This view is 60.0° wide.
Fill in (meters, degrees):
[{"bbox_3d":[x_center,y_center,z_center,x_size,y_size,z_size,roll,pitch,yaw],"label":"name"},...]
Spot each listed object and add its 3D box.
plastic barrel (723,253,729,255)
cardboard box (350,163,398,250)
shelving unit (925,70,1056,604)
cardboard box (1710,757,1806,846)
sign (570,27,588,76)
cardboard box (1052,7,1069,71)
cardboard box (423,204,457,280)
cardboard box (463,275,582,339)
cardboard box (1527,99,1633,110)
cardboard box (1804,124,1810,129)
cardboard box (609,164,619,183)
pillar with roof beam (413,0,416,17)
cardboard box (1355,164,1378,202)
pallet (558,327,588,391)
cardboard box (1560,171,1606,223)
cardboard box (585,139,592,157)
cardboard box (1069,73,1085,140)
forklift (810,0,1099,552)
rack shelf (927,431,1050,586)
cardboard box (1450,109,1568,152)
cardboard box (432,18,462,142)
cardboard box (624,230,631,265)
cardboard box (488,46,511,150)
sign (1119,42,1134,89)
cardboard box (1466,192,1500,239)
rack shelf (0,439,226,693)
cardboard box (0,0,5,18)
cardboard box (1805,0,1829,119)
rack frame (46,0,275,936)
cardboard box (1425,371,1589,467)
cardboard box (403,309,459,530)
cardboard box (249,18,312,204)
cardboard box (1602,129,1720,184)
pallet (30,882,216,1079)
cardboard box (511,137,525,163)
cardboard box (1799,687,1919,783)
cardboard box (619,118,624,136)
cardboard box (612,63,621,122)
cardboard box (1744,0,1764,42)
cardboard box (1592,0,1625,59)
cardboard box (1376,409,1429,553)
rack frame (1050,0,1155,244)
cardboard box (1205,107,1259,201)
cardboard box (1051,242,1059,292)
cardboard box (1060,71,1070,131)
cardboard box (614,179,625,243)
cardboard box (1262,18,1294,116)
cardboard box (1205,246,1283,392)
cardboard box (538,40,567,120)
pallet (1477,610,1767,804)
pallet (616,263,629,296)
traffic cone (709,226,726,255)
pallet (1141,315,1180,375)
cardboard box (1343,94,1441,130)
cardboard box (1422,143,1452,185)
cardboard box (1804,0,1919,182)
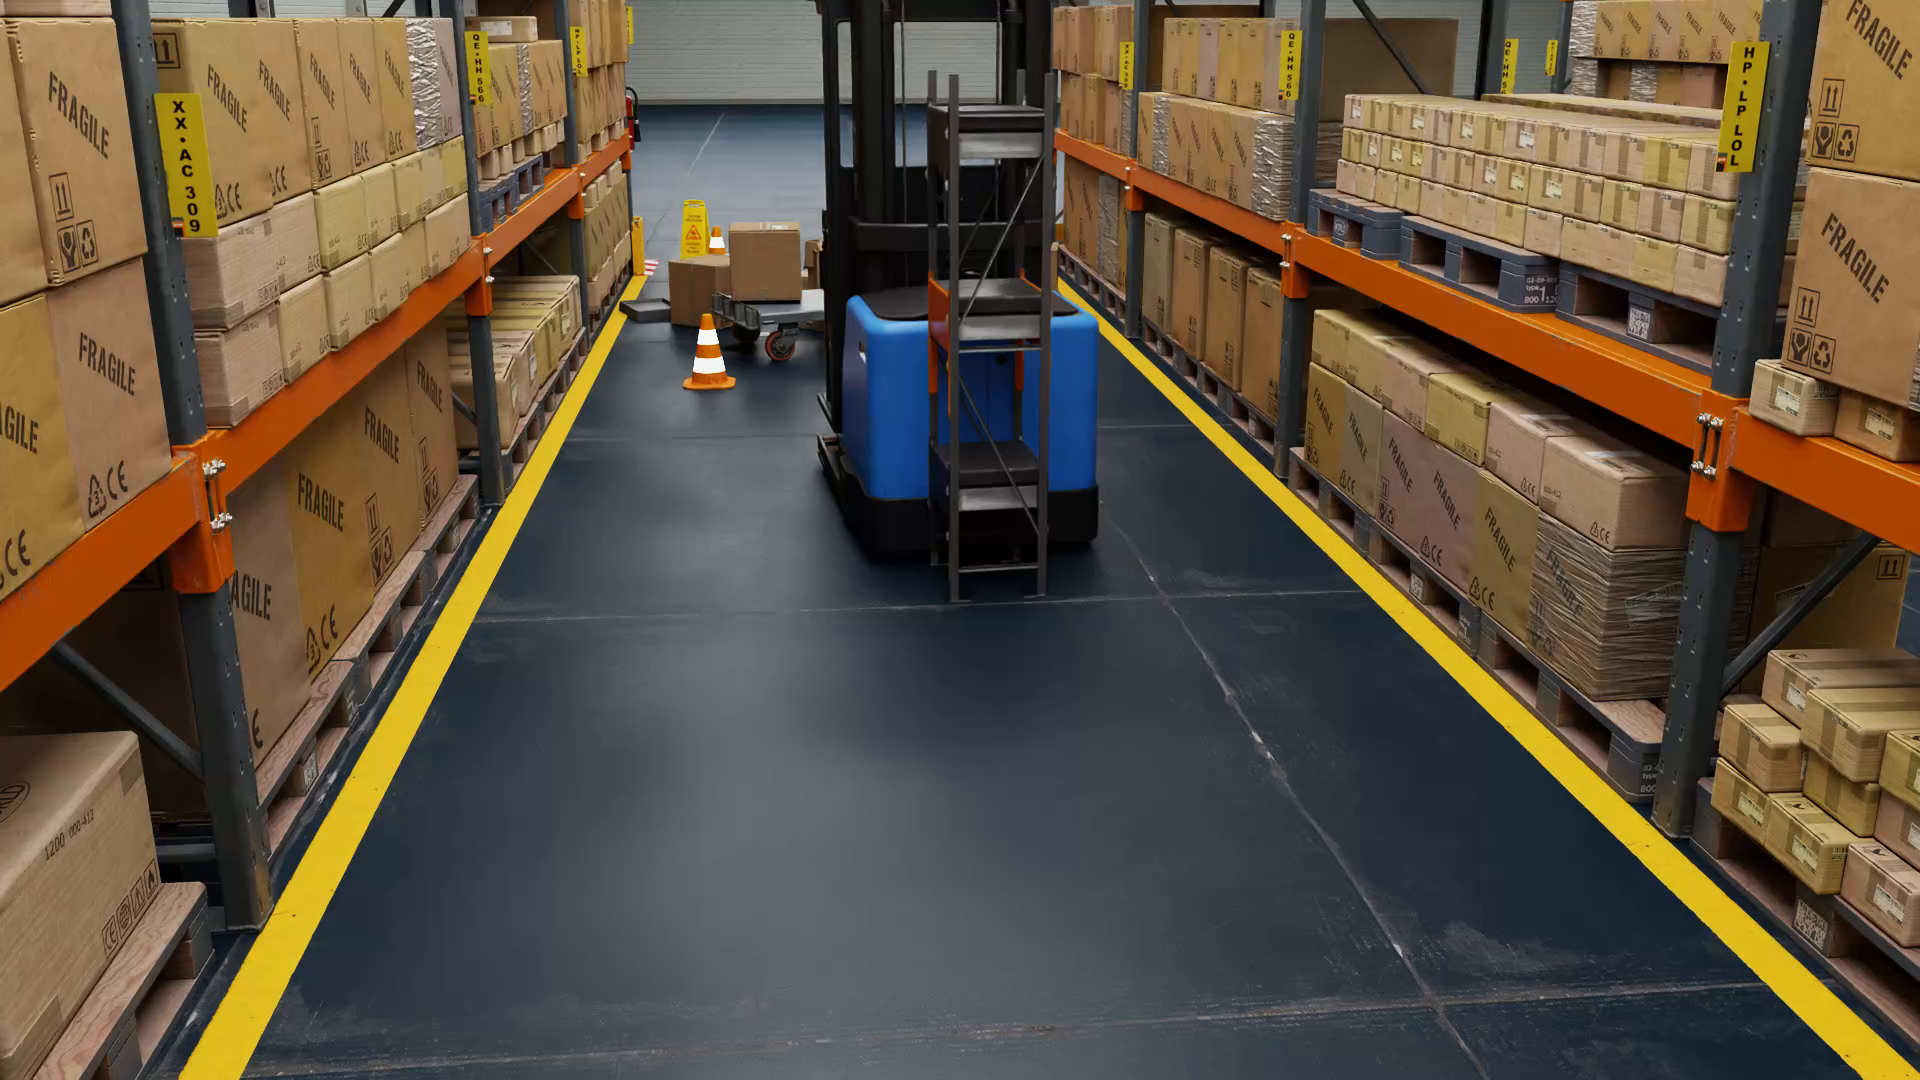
[{"bbox_3d":[-1.862,-2.176,13.902,0.512,0.421,0.421,11,21,32],"label":"plastic barrel"},{"bbox_3d":[-2.270,-1.162,5.786,0.500,0.250,0.500,-2,18,-7],"label":"cardboard box"},{"bbox_3d":[0.113,-0.822,6.790,0.431,2.100,0.503,-3,18,-10],"label":"shelving unit"},{"bbox_3d":[2.288,0.696,4.510,0.380,0.149,0.250,-3,18,-8],"label":"cardboard box"},{"bbox_3d":[-2.617,-3.353,11.416,0.100,0.325,0.005,-2,18,-6],"label":"sign"},{"bbox_3d":[1.332,-4.632,15.370,0.875,0.550,0.550,-2,18,-6],"label":"cardboard box"},{"bbox_3d":[-2.377,-1.225,6.820,0.500,0.250,0.500,-1,17,-5],"label":"cardboard box"},{"bbox_3d":[-3.112,-1.573,11.365,0.950,0.372,0.625,-2,17,-5],"label":"cardboard box"},{"bbox_3d":[2.714,-1.853,7.297,0.380,0.149,0.250,-1,17,-4],"label":"cardboard box"},{"bbox_3d":[2.905,-1.312,5.572,0.380,0.149,0.250,-2,18,-6],"label":"cardboard box"},{"bbox_3d":[-3.112,-3.117,14.152,0.380,0.149,0.250,-1,17,-5],"label":"cardboard box"},{"bbox_3d":[-7.536,-13.730,36.387,9.100,9.000,0.400,-2,18,-6],"label":"pillar with roof beam"},{"bbox_3d":[2.030,-1.635,7.594,0.380,0.149,0.250,-1,17,-3],"label":"cardboard box"},{"bbox_3d":[-3.087,-1.220,11.211,1.003,0.211,1.213,-2,18,-6],"label":"pallet"},{"bbox_3d":[2.249,-1.151,5.556,0.380,0.149,0.250,-2,18,-7],"label":"cardboard box"},{"bbox_3d":[-3.008,-2.993,12.622,0.380,0.149,0.250,-1,17,-4],"label":"cardboard box"},{"bbox_3d":[1.427,-3.786,14.477,0.875,0.550,0.550,-2,18,-6],"label":"cardboard box"},{"bbox_3d":[-0.154,-1.744,8.340,1.130,2.935,3.031,-3,18,-10],"label":"forklift"},{"bbox_3d":[0.113,-0.141,7.004,0.431,0.518,0.480,-3,18,-10],"label":"rack shelf"},{"bbox_3d":[2.149,-1.603,6.499,0.380,0.149,0.250,-1,17,-4],"label":"cardboard box"},{"bbox_3d":[-2.442,-1.969,7.106,0.500,0.500,0.500,-2,18,-7],"label":"cardboard box"},{"bbox_3d":[-3.228,-2.623,14.913,0.500,0.250,0.500,-2,18,-6],"label":"cardboard box"},{"bbox_3d":[-2.633,-2.277,8.557,0.500,0.500,0.500,-1,17,-3],"label":"cardboard box"},{"bbox_3d":[1.193,-3.399,11.917,0.100,0.325,0.005,-2,18,-6],"label":"sign"},{"bbox_3d":[2.167,-1.242,6.344,0.380,0.149,0.250,-2,18,-7],"label":"cardboard box"},{"bbox_3d":[-2.137,0.540,2.149,1.077,0.370,4.000,-2,18,-6],"label":"rack shelf"},{"bbox_3d":[-2.076,-1.069,3.156,0.380,0.149,0.250,-1,17,-4],"label":"cardboard box"},{"bbox_3d":[6.631,-3.334,11.586,1.000,1.000,1.000,-2,18,-5],"label":"cardboard box"},{"bbox_3d":[-2.343,-0.399,3.940,1.000,3.000,0.127,-2,18,-6],"label":"rack frame"},{"bbox_3d":[2.133,-0.472,6.393,0.500,0.250,0.500,-3,18,-8],"label":"cardboard box"},{"bbox_3d":[-2.767,-0.569,7.327,0.875,0.875,0.875,-2,18,-6],"label":"cardboard box"},{"bbox_3d":[-2.183,-1.214,4.701,0.500,0.500,0.500,-2,18,-6],"label":"cardboard box"},{"bbox_3d":[2.281,-1.217,5.270,0.380,0.149,0.250,-2,18,-7],"label":"cardboard box"},{"bbox_3d":[-2.343,1.161,3.628,1.003,0.211,1.213,-2,18,-6],"label":"pallet"},{"bbox_3d":[-2.723,-2.257,9.576,0.380,0.149,0.250,-1,17,-4],"label":"cardboard box"},{"bbox_3d":[2.369,0.487,4.183,0.380,0.149,0.250,-1,17,-3],"label":"cardboard box"},{"bbox_3d":[-3.193,-3.677,14.802,0.380,0.149,0.250,-2,18,-6],"label":"cardboard box"},{"bbox_3d":[-3.204,-3.861,14.304,0.500,0.500,0.500,-2,18,-6],"label":"cardboard box"},{"bbox_3d":[6.368,-3.881,12.697,0.500,0.500,0.500,-2,18,-6],"label":"cardboard box"},{"bbox_3d":[6.106,-4.625,15.070,0.500,0.500,0.500,-2,18,-6],"label":"cardboard box"},{"bbox_3d":[2.089,-0.260,6.970,0.500,0.500,0.500,-2,18,-7],"label":"cardboard box"},{"bbox_3d":[1.332,-4.157,15.911,1.000,3.000,0.127,-2,18,-6],"label":"rack frame"},{"bbox_3d":[1.742,-2.245,9.653,0.500,0.500,0.500,-2,18,-7],"label":"cardboard box"},{"bbox_3d":[0.564,-2.205,13.861,0.500,0.500,0.500,1,17,4],"label":"cardboard box"},{"bbox_3d":[1.374,-4.910,15.125,1.002,2.307,0.870,-2,18,-6],"label":"cardboard box"},{"bbox_3d":[-3.182,-2.834,14.335,0.500,0.500,0.500,-1,17,-4],"label":"cardboard box"},{"bbox_3d":[2.067,-2.583,9.061,0.700,0.500,0.500,-2,18,-6],"label":"cardboard box"},{"bbox_3d":[2.090,-1.345,10.009,1.050,0.750,0.750,-2,17,-5],"label":"cardboard box"},{"bbox_3d":[-2.893,-3.042,10.993,0.500,0.500,0.500,-2,18,-7],"label":"cardboard box"},{"bbox_3d":[2.488,0.517,5.679,1.003,0.211,1.213,-2,18,-6],"label":"pallet"},{"bbox_3d":[-3.525,-2.378,14.899,1.003,0.211,1.213,-2,18,-6],"label":"pallet"},{"bbox_3d":[-2.254,-2.675,15.426,0.336,0.463,0.334,-2,18,-6],"label":"traffic cone"},{"bbox_3d":[1.899,-1.407,11.807,1.003,0.211,1.213,-2,18,-6],"label":"pallet"},{"bbox_3d":[2.013,-1.993,7.742,0.380,0.149,0.250,-2,18,-6],"label":"cardboard box"},{"bbox_3d":[2.119,-1.536,6.784,0.380,0.149,0.250,-2,18,-6],"label":"cardboard box"},{"bbox_3d":[2.374,-1.107,3.861,0.500,0.500,0.500,-1,17,-4],"label":"cardboard box"}]
